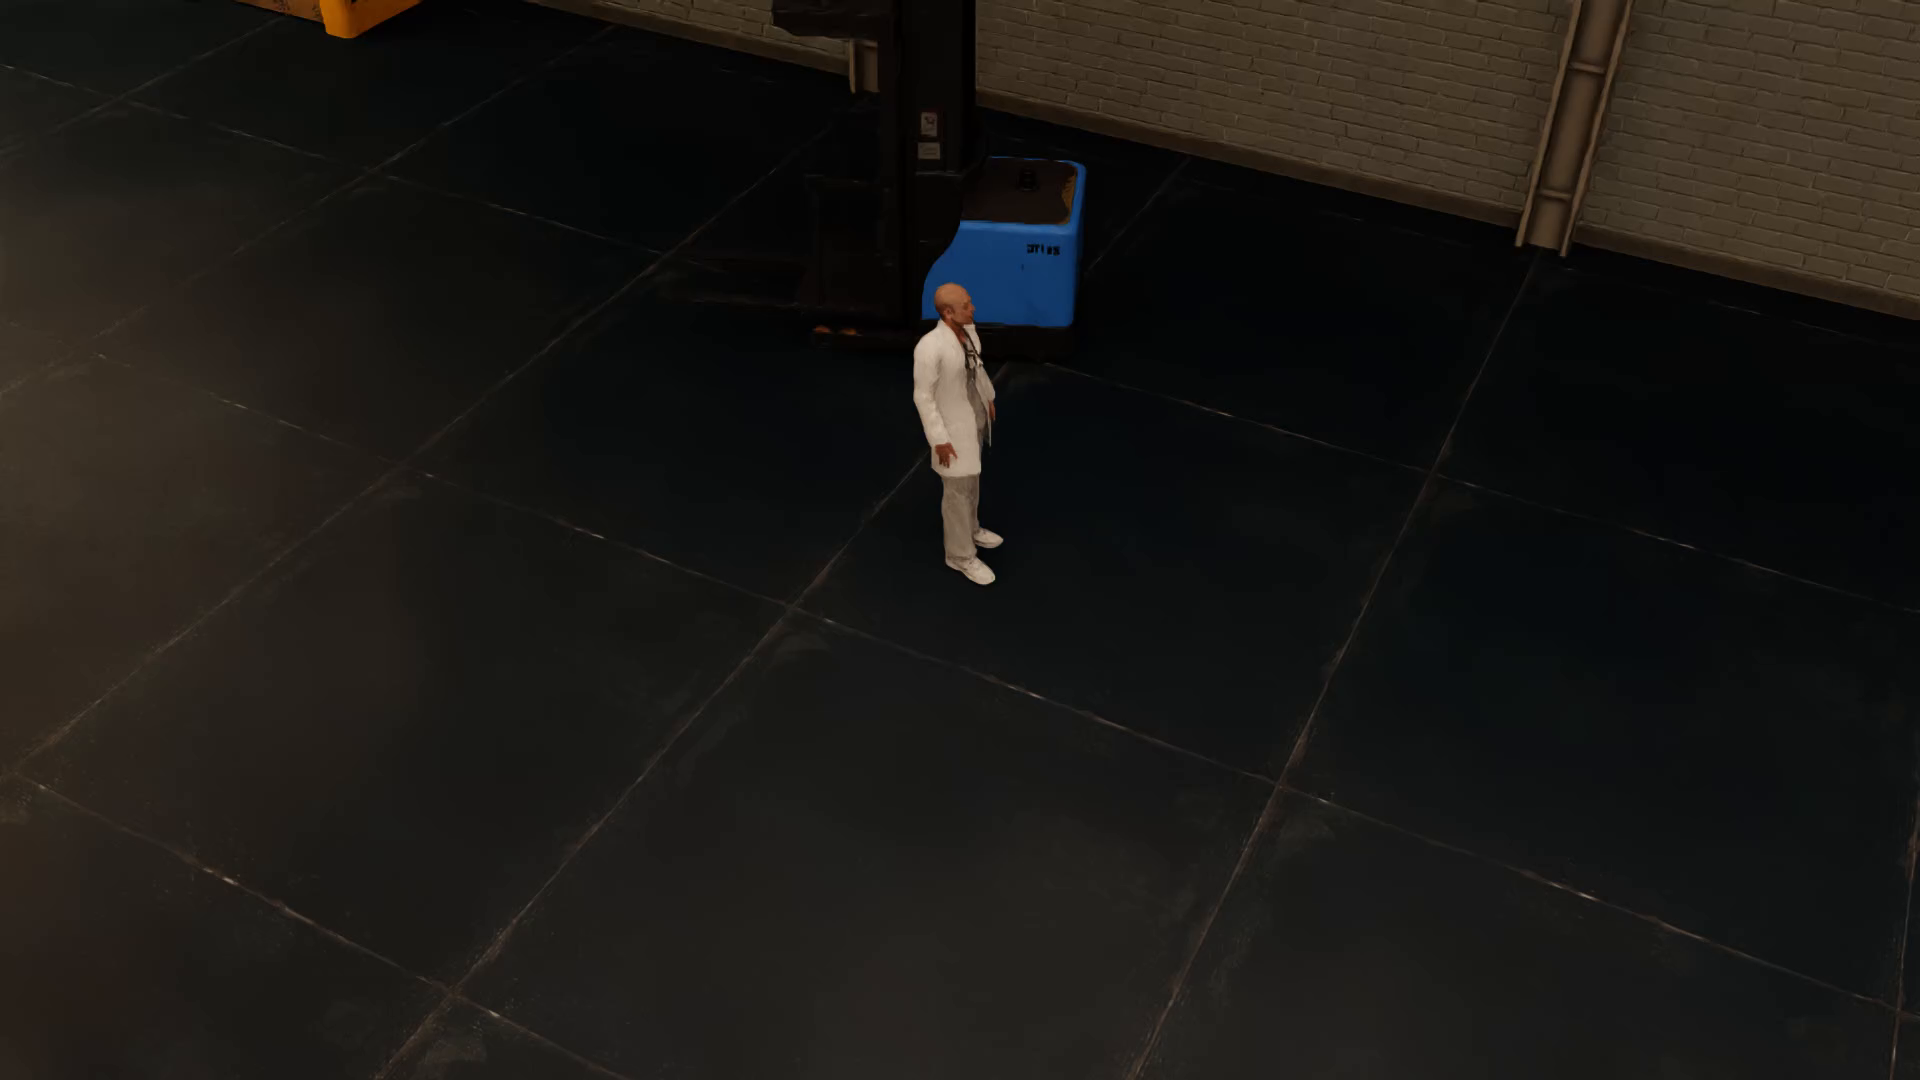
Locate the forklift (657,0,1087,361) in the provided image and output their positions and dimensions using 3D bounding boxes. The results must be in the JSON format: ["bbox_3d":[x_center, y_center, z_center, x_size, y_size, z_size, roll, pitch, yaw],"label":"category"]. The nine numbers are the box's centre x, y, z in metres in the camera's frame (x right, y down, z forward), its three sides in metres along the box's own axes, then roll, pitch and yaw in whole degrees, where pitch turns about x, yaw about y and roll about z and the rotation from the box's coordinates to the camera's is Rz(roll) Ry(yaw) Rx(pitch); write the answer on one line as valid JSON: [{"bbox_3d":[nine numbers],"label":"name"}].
[{"bbox_3d":[-0.646,-2.801,11.312,3.031,2.935,1.130,5,40,6],"label":"forklift"}]

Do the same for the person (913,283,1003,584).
[{"bbox_3d":[0.081,-0.655,9.648,0.574,1.776,0.694,18,43,21],"label":"person"}]
